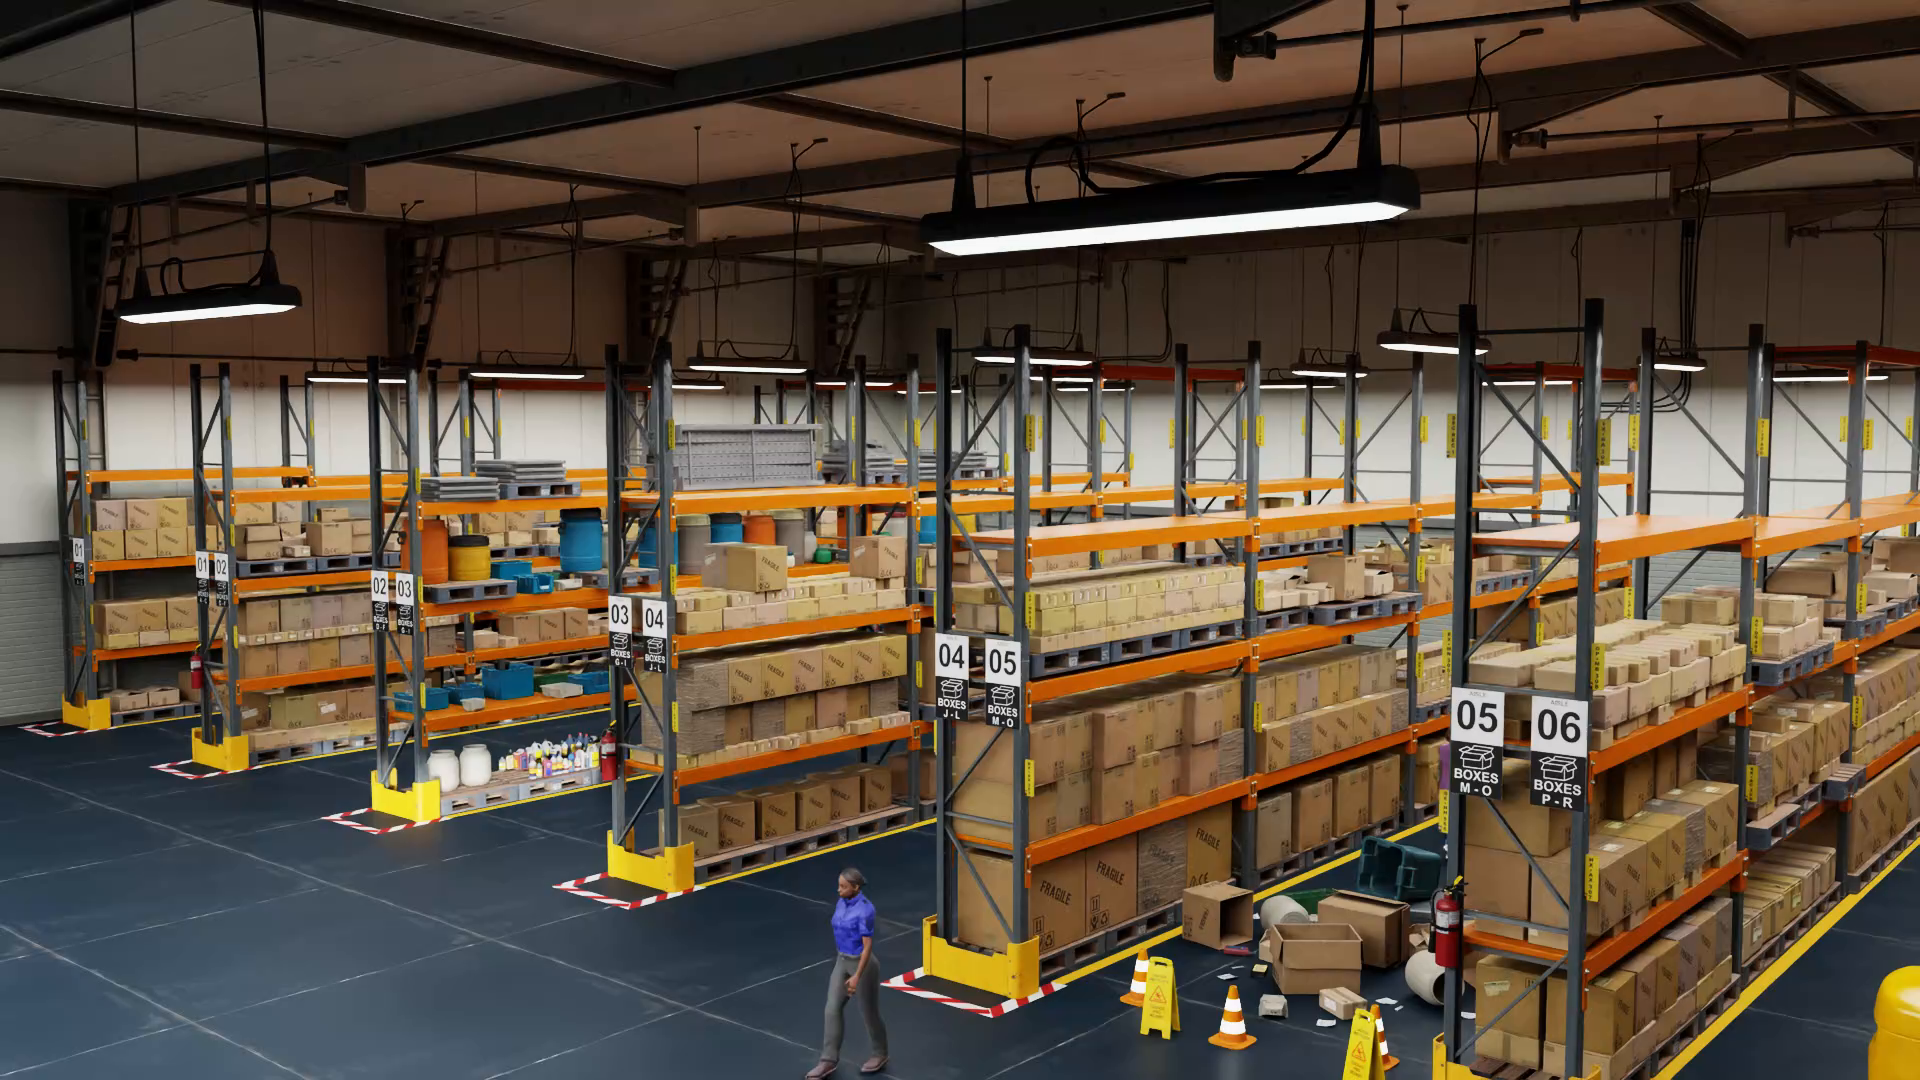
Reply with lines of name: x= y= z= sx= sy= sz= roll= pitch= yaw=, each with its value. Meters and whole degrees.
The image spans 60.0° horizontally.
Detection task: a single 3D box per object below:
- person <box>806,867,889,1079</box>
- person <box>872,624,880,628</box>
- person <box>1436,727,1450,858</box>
person: x=-0.868 y=3.391 z=13.088 sx=0.709 sy=1.651 sz=0.497 roll=-4 pitch=5 yaw=-41
person: x=-1.405 y=2.027 z=31.009 sx=0.593 sy=1.783 sz=0.479 roll=2 pitch=5 yaw=25
person: x=5.768 y=2.966 z=19.484 sx=0.469 sy=1.595 sz=0.462 roll=-4 pitch=5 yaw=-41
